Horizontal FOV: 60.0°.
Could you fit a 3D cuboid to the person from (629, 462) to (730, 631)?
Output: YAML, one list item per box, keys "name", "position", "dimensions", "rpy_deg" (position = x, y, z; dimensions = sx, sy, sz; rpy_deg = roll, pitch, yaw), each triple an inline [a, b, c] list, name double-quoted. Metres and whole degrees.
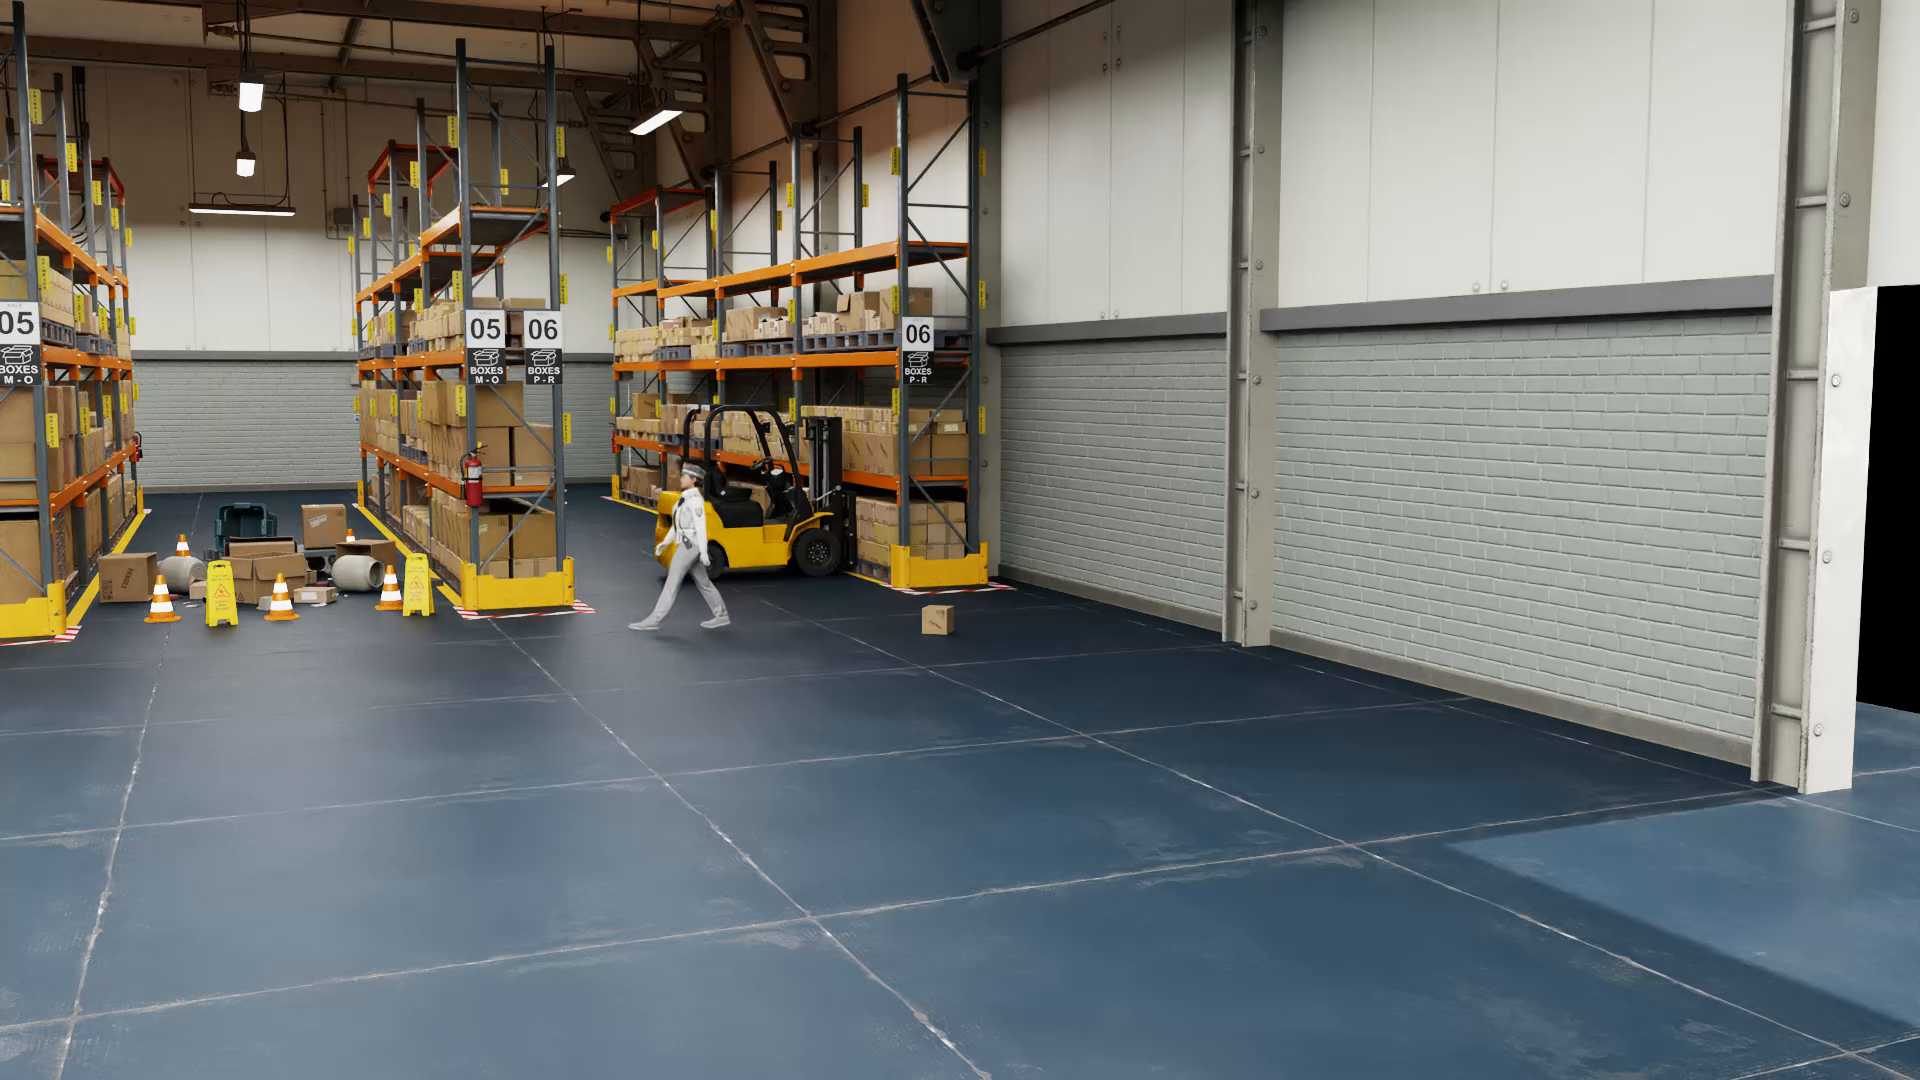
- name: "person"
  position: [-2.732, 0.056, 16.144]
  dimensions: [0.984, 1.634, 0.484]
  rpy_deg: [-1, 6, -12]
